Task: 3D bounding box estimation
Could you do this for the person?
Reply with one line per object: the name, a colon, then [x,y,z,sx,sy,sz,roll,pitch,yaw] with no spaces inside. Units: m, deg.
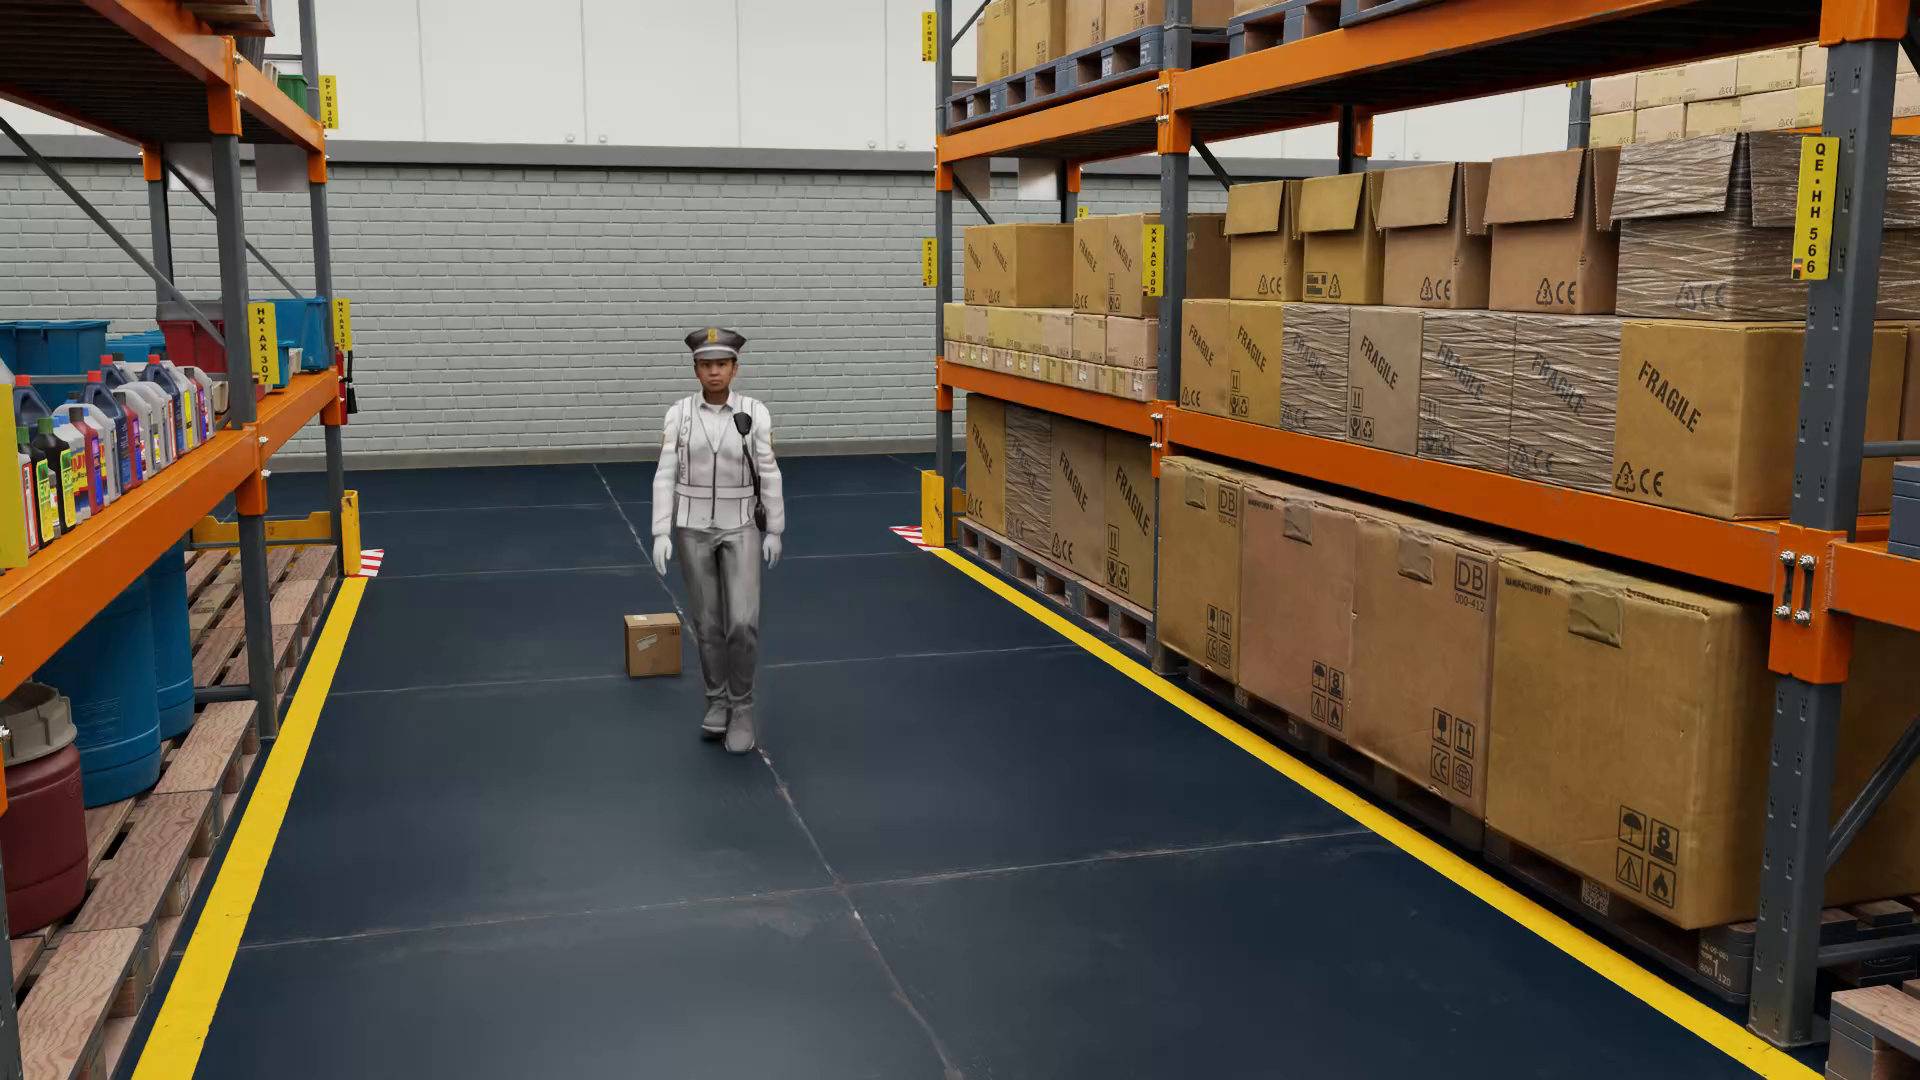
person: [-0.983,0.005,6.775,0.518,1.740,0.484,0,9,-1]
